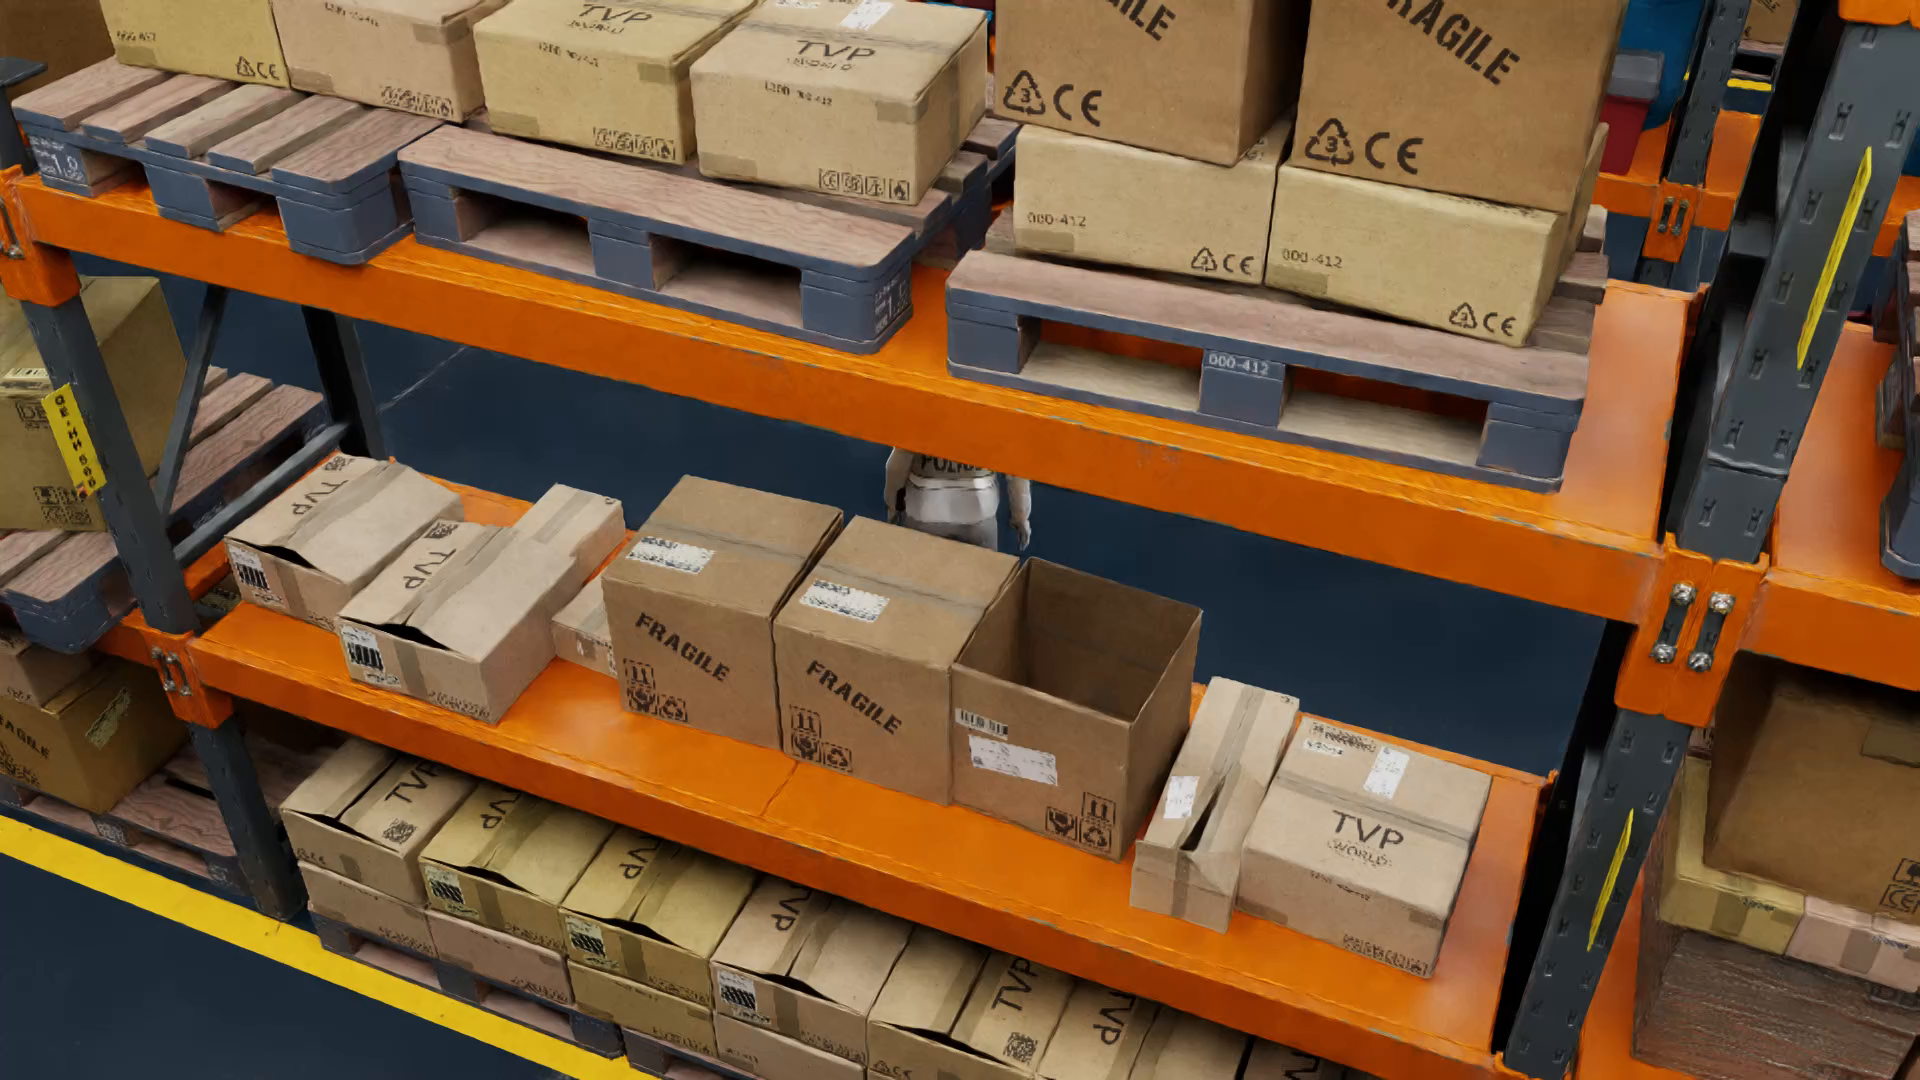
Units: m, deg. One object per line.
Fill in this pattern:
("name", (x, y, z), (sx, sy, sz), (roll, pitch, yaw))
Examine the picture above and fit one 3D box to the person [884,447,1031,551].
("person", (-0.014, -0.137, 6.282), (0.546, 1.685, 0.480), (-3, 38, -4))
